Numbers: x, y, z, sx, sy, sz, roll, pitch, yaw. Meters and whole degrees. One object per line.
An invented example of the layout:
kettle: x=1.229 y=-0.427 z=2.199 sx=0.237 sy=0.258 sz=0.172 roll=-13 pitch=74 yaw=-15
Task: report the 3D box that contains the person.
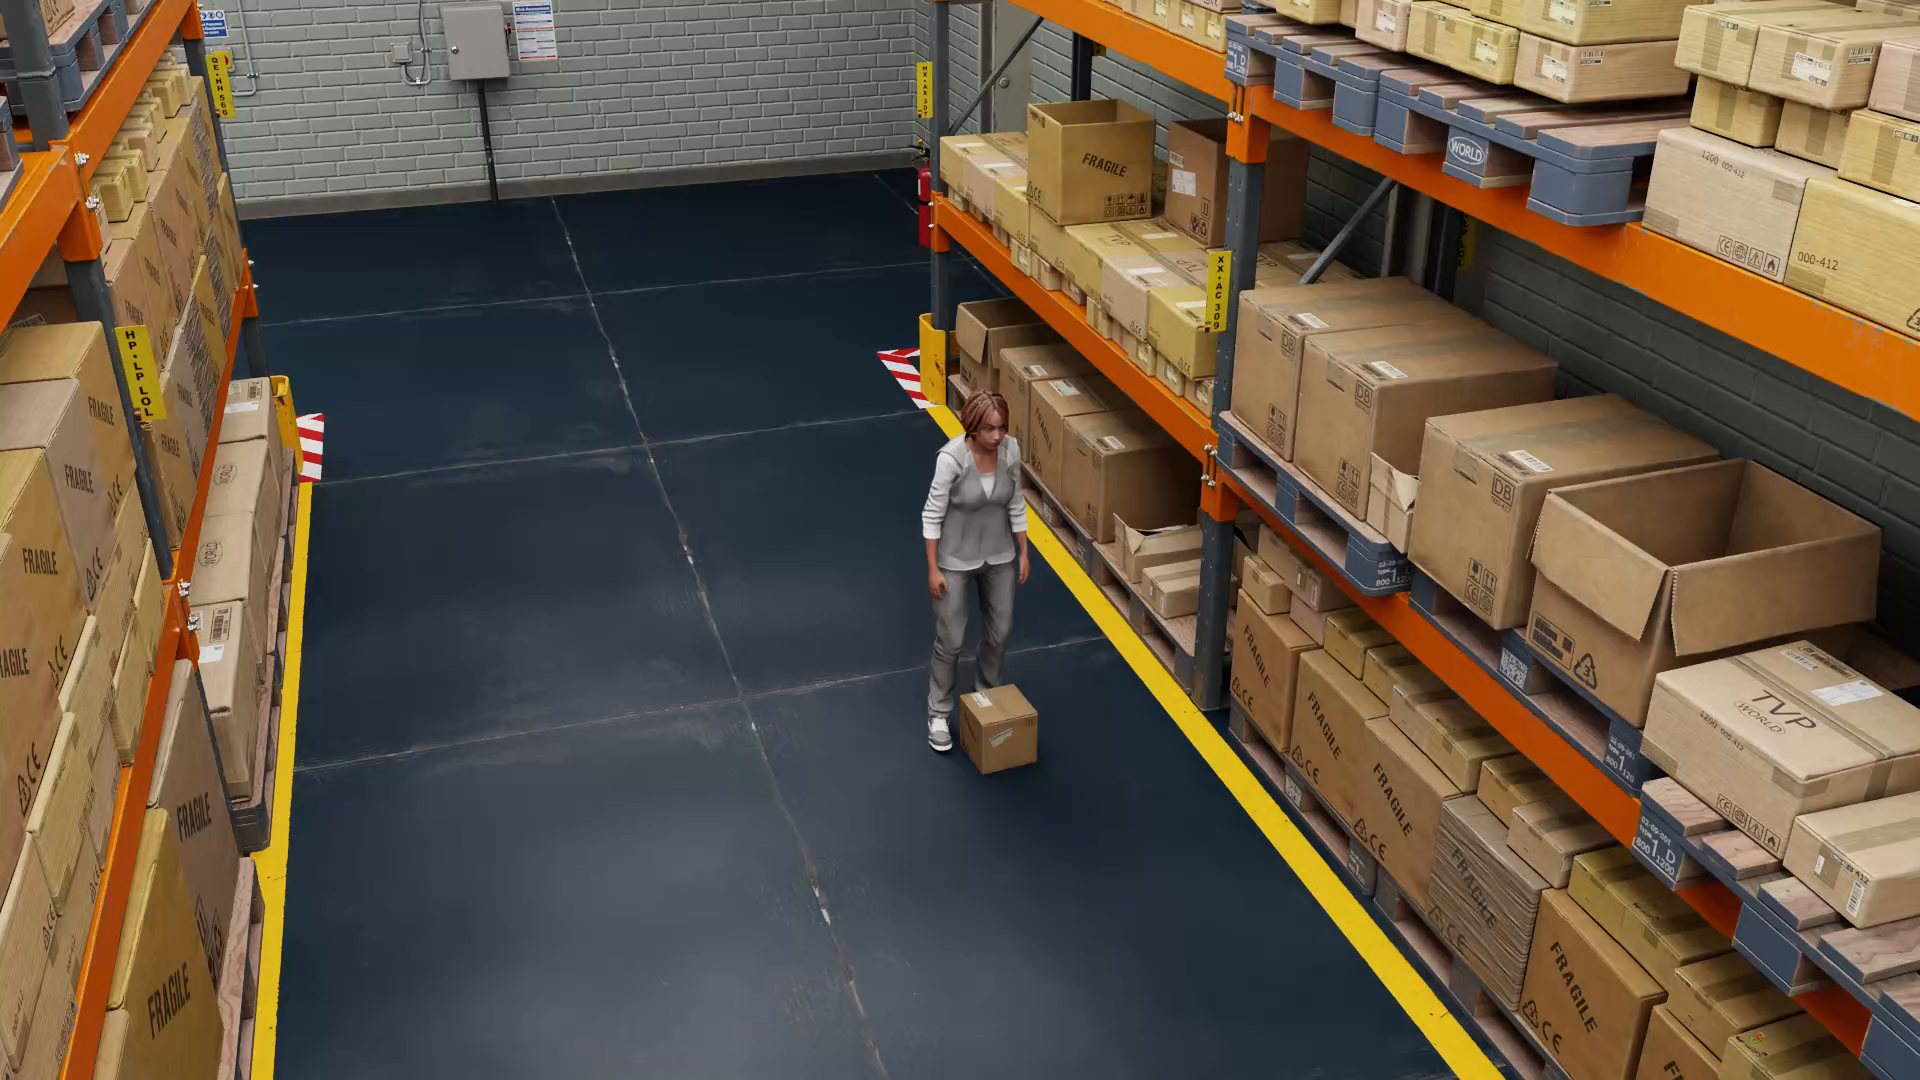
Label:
person: x=0.063 y=0.102 z=6.924 sx=0.483 sy=1.594 sz=0.341 roll=-11 pitch=29 yaw=-21
